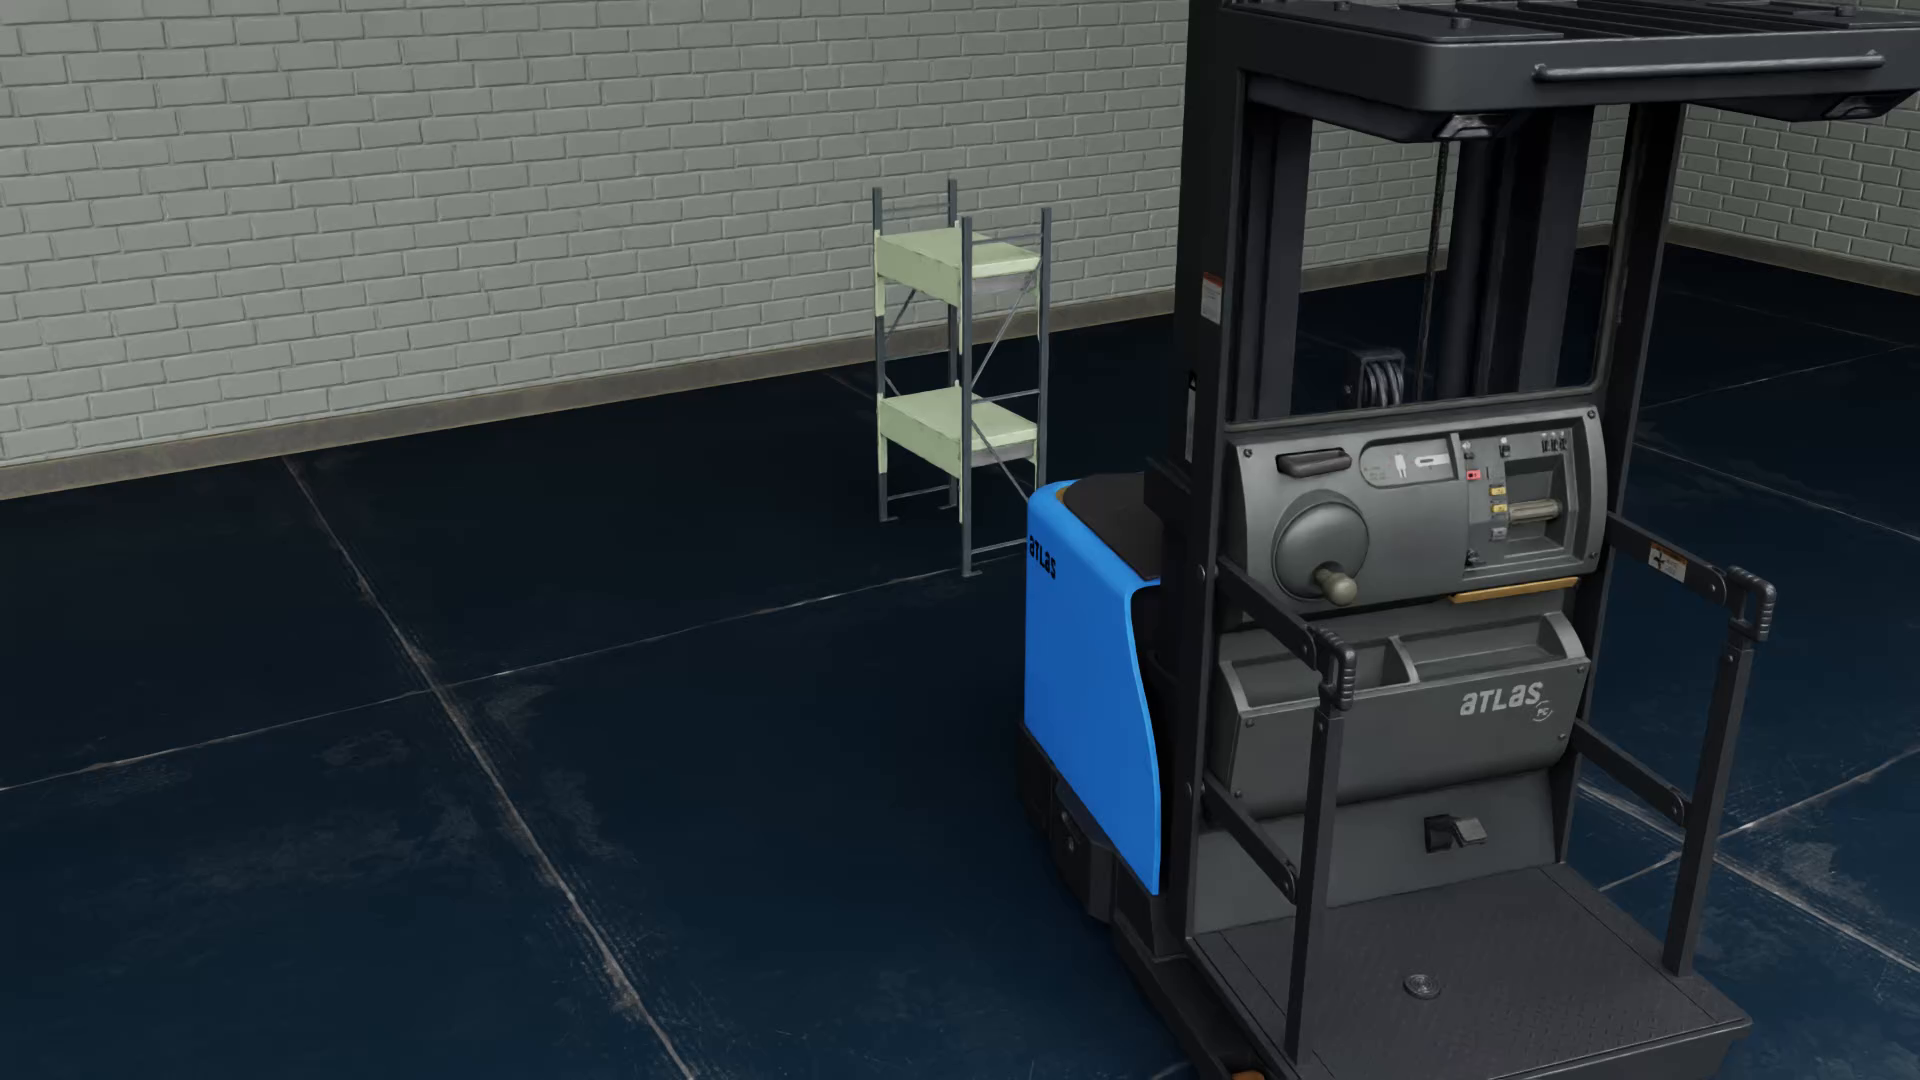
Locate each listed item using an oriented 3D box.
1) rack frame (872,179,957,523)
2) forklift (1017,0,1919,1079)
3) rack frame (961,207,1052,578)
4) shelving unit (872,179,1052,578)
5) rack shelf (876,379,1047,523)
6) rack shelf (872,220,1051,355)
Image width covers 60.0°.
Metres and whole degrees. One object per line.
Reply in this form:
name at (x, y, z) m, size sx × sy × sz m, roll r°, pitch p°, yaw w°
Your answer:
rack frame at (-0.190, -0.815, 7.326) m, size 0.400 × 1.500 × 0.023 m, roll -13°, pitch 25°, yaw -28°
forklift at (1.118, -0.057, 3.560) m, size 1.130 × 2.935 × 3.031 m, roll -7°, pitch 23°, yaw -17°
rack frame at (0.184, -0.578, 6.743) m, size 0.400 × 1.500 × 0.023 m, roll -13°, pitch 25°, yaw -28°
shelving unit at (-0.003, -0.697, 7.034) m, size 0.431 × 1.500 × 0.755 m, roll -13°, pitch 25°, yaw -28°
rack shelf at (-0.003, -0.395, 7.157) m, size 0.431 × 0.370 × 0.720 m, roll -13°, pitch 25°, yaw -28°
rack shelf at (-0.003, -1.058, 6.887) m, size 0.431 × 0.370 × 0.720 m, roll -13°, pitch 25°, yaw -28°
